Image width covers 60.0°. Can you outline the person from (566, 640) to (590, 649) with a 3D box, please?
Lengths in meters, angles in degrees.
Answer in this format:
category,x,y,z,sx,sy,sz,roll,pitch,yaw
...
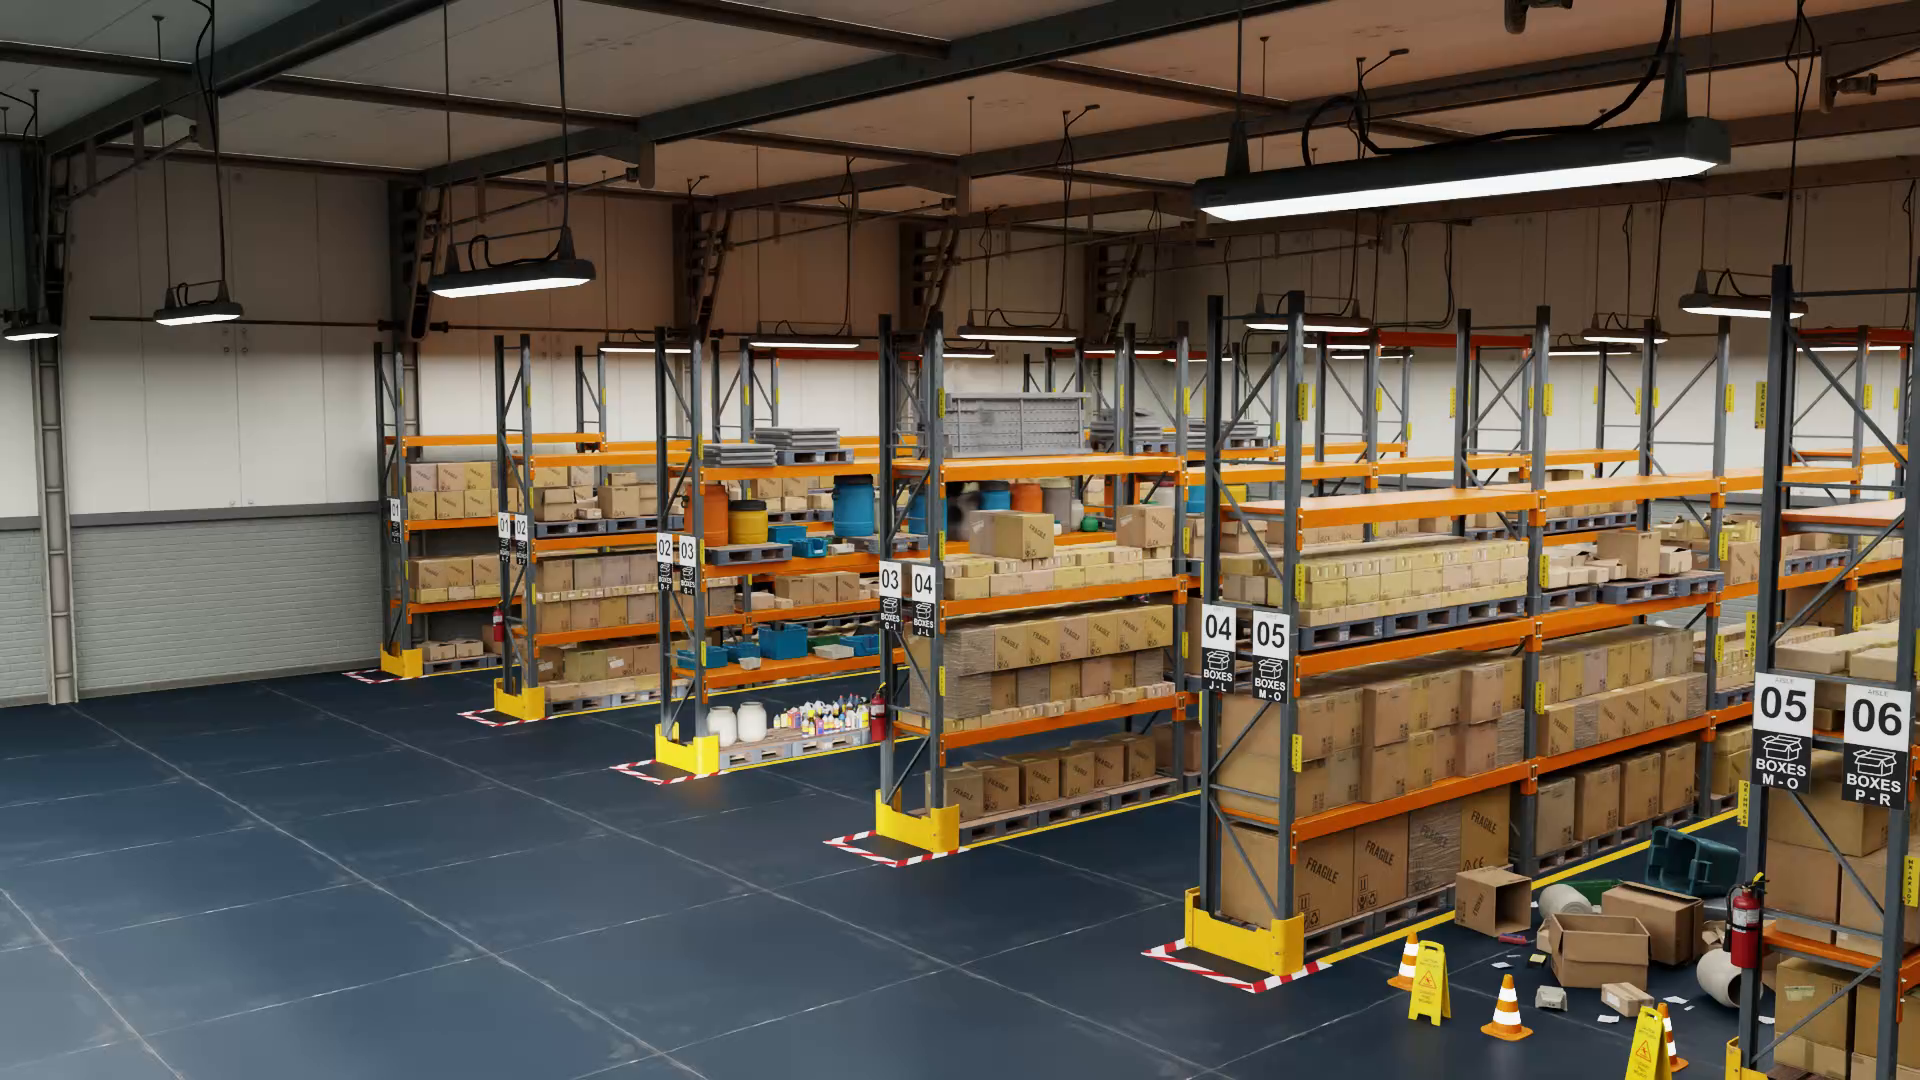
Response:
category,x,y,z,sx,sy,sz,roll,pitch,yaw
person,-6.684,1.640,29.601,0.636,1.728,0.816,4,7,41

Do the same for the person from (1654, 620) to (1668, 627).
category,x,y,z,sx,sy,sz,roll,pitch,yaw
person,10.280,2.056,24.399,0.890,1.796,0.640,-5,7,-41

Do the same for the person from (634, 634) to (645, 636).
category,x,y,z,sx,sy,sz,roll,pitch,yaw
person,-5.784,1.521,30.364,0.527,1.602,0.589,5,7,43
